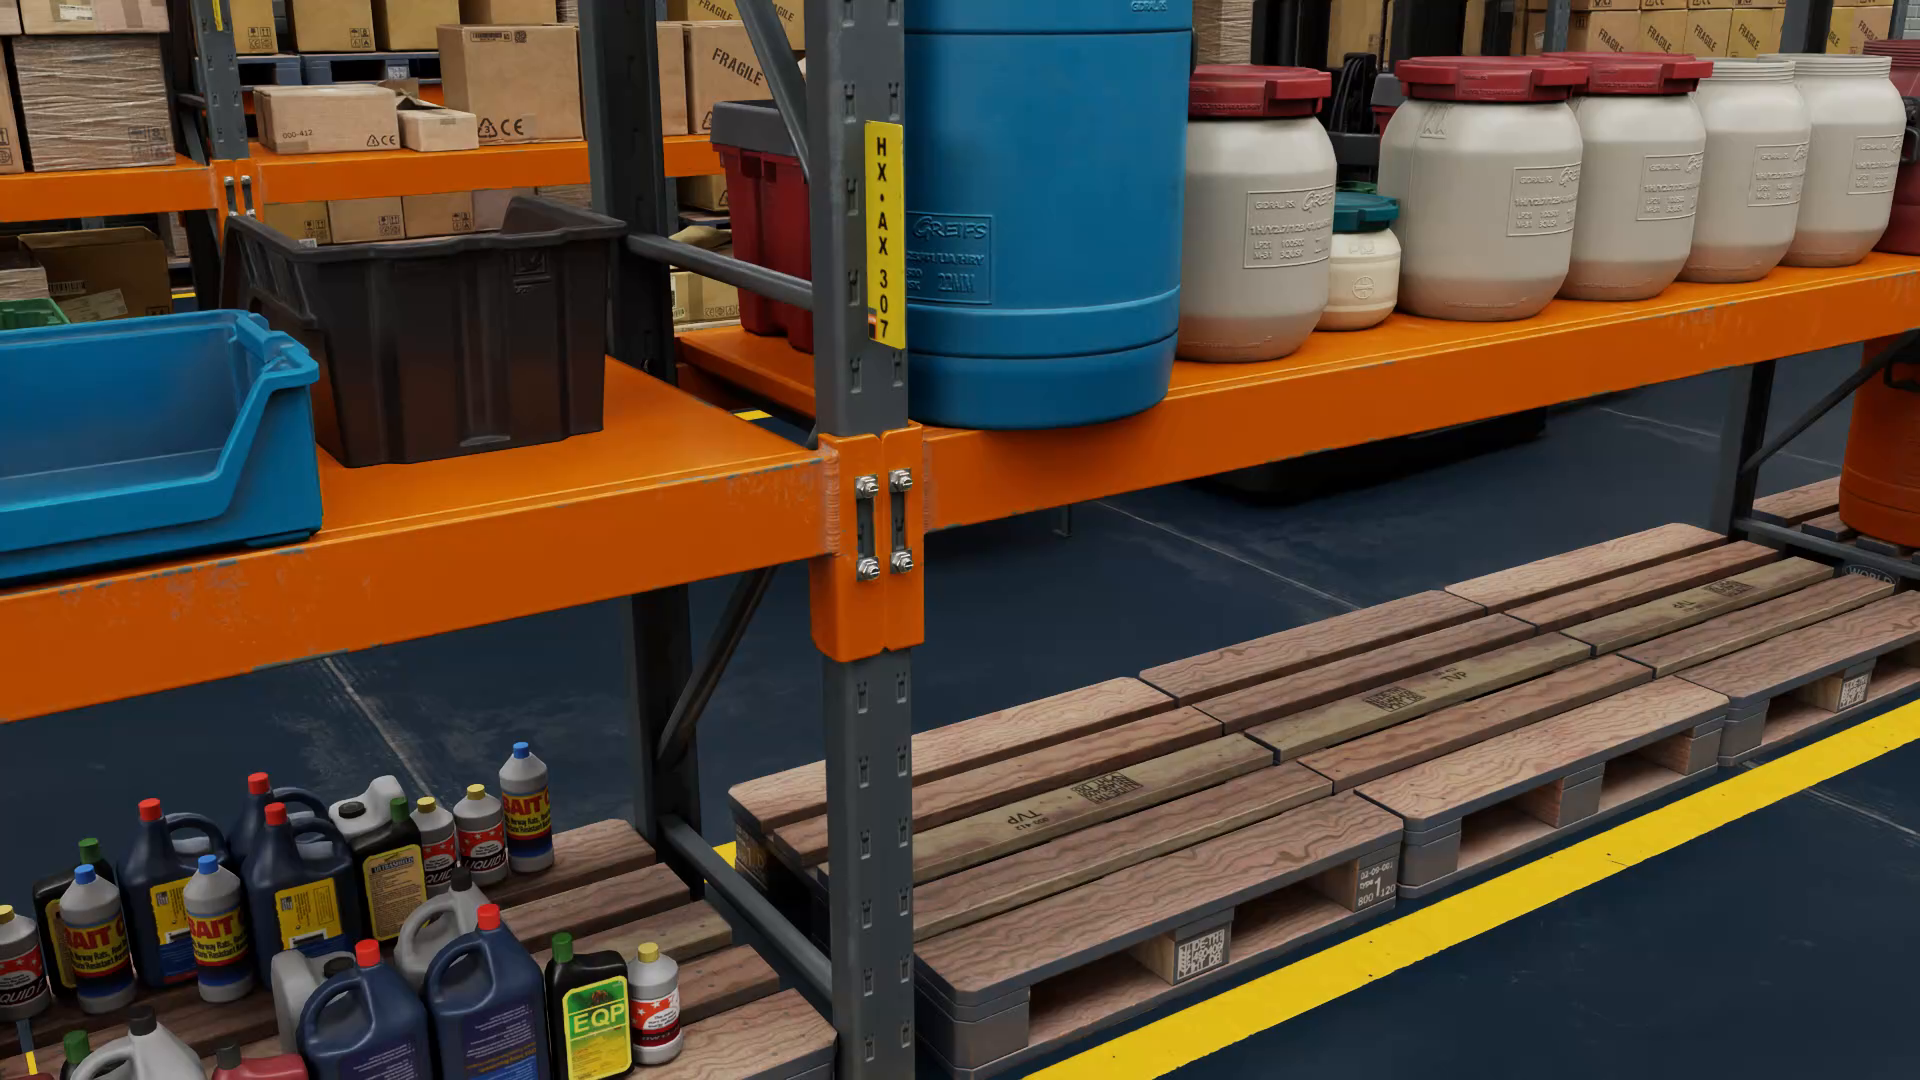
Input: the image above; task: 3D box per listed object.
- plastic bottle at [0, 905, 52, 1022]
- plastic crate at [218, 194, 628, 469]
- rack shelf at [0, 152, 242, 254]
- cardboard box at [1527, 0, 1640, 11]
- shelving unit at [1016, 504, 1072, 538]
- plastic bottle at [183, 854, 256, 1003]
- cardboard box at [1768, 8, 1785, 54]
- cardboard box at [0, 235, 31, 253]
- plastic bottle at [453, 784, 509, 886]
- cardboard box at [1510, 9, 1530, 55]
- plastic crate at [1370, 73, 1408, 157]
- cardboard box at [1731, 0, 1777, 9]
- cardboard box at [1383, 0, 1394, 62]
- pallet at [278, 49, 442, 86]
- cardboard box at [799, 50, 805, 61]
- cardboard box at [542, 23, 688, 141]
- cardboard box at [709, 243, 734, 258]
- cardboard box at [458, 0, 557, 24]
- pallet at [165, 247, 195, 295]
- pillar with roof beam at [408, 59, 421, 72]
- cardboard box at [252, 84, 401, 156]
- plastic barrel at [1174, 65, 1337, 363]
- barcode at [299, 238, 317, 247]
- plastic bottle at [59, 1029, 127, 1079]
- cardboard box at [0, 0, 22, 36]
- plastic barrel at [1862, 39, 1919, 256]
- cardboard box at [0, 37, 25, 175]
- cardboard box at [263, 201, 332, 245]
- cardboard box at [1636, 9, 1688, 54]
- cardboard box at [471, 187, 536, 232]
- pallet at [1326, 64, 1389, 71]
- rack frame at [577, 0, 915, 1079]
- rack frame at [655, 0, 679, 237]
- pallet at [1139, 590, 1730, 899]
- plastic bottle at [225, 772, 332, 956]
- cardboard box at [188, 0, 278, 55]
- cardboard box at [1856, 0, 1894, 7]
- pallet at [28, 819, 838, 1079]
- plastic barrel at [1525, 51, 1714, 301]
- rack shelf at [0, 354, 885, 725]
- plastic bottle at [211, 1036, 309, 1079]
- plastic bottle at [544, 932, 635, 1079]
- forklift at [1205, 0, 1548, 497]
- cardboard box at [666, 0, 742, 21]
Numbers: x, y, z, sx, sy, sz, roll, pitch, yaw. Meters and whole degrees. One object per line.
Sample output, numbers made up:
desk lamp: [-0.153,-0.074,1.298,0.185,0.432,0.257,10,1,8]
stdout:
plastic bottle: [-1.714,0.757,3.005,0.097,0.201,0.097,0,19,0]
plastic crate: [-0.912,-0.381,2.785,0.504,0.338,0.767,-12,22,-31]
rack shelf: [-4.796,-1.101,5.941,4.000,0.370,1.077,-12,22,-31]
cardboard box: [4.104,-3.732,10.883,0.500,0.500,0.500,-11,22,-30]
shelving unit: [-0.006,-0.709,6.001,0.755,1.500,0.431,-12,22,-31]
plastic bottle: [-1.361,0.705,3.050,0.097,0.271,0.097,0,19,0]
cardboard box: [5.821,-3.625,12.127,0.500,0.500,0.500,-12,22,-31]
cardboard box: [-4.098,-0.958,6.860,0.500,0.500,0.500,-12,22,-31]
plastic bottle: [-0.996,0.605,3.453,0.097,0.201,0.097,0,19,0]
cardboard box: [3.832,-3.407,11.484,0.500,0.500,0.500,-11,22,-31]
plastic crate: [1.418,-1.001,4.421,0.583,0.464,0.402,-12,22,-31]
cardboard box: [5.395,-4.005,11.689,0.500,0.500,0.500,-11,22,-30]
cardboard box: [2.498,-3.288,10.475,0.500,0.500,0.700,-8,20,-23]
pallet: [-4.143,-3.372,11.836,1.213,0.211,1.003,-12,22,-31]
cardboard box: [-1.272,-3.901,13.461,0.250,0.149,0.380,-11,22,-30]
cardboard box: [-1.617,-2.153,7.775,0.500,0.500,0.500,-12,22,-31]
cardboard box: [-0.940,-1.321,8.231,0.500,0.311,0.500,-12,22,-32]
cardboard box: [-3.351,-3.888,12.217,0.500,0.500,0.700,-14,23,-36]
pallet: [-5.204,-1.935,11.639,1.213,0.211,1.003,-12,22,-31]
pillar with roof beam: [-1.706,-5.516,8.510,0.400,9.000,9.100,-12,22,-31]
cardboard box: [-2.738,-1.821,7.183,0.500,0.250,0.500,-10,21,-28]
plastic barrel: [0.515,-0.643,3.250,0.433,0.535,0.433,0,19,0]
barcode: [-2.683,-1.207,6.848,0.075,0.075,0.001,-12,22,-31]
plastic bottle: [-1.292,0.868,2.547,0.133,0.283,0.061,-12,22,-31]
cardboard box: [-3.660,-1.954,6.171,0.250,0.149,0.380,-13,22,-33]
plastic barrel: [2.715,-1.075,4.528,0.708,0.536,0.600,-12,22,-31]
cardboard box: [-3.930,-1.667,6.336,0.500,0.500,0.700,-12,22,-32]
cardboard box: [-4.843,-2.381,11.821,0.500,0.500,0.700,-12,22,-32]
cardboard box: [4.557,-3.359,11.339,0.500,0.500,0.500,-11,22,-30]
cardboard box: [-3.579,-2.647,12.606,0.500,0.500,0.700,-12,22,-31]
pallet: [1.837,-2.752,10.000,1.213,0.211,1.003,-12,22,-31]
rack frame: [-0.404,-0.469,2.947,0.127,3.000,1.000,-12,22,-31]
rack frame: [-2.512,-3.823,12.869,0.127,3.000,1.000,-12,22,-31]
pallet: [1.250,0.488,4.473,1.213,0.211,1.003,-12,22,-31]
plastic bottle: [-1.307,0.609,3.209,0.185,0.351,0.144,-11,22,-30]
cardboard box: [-4.938,-3.551,11.223,0.500,0.500,0.700,-9,21,-26]
cardboard box: [6.676,-4.277,12.495,0.500,0.500,0.500,-12,22,-32]
pallet: [-0.988,0.960,3.077,1.213,0.211,1.003,-12,22,-31]
plastic barrel: [1.489,-0.848,3.858,0.433,0.535,0.433,0,19,0]
rack shelf: [-2.075,0.225,2.020,4.000,0.370,1.077,-12,22,-31]
plastic bottle: [-1.057,0.874,2.530,0.133,0.283,0.061,-10,21,-28]
plastic bottle: [-0.625,0.783,2.800,0.133,0.283,0.061,-11,21,-29]
forklift: [2.061,-1.925,7.362,3.031,2.935,1.130,-14,23,-36]
cardboard box: [-1.966,-4.038,12.853,0.500,0.500,0.500,-11,22,-30]
